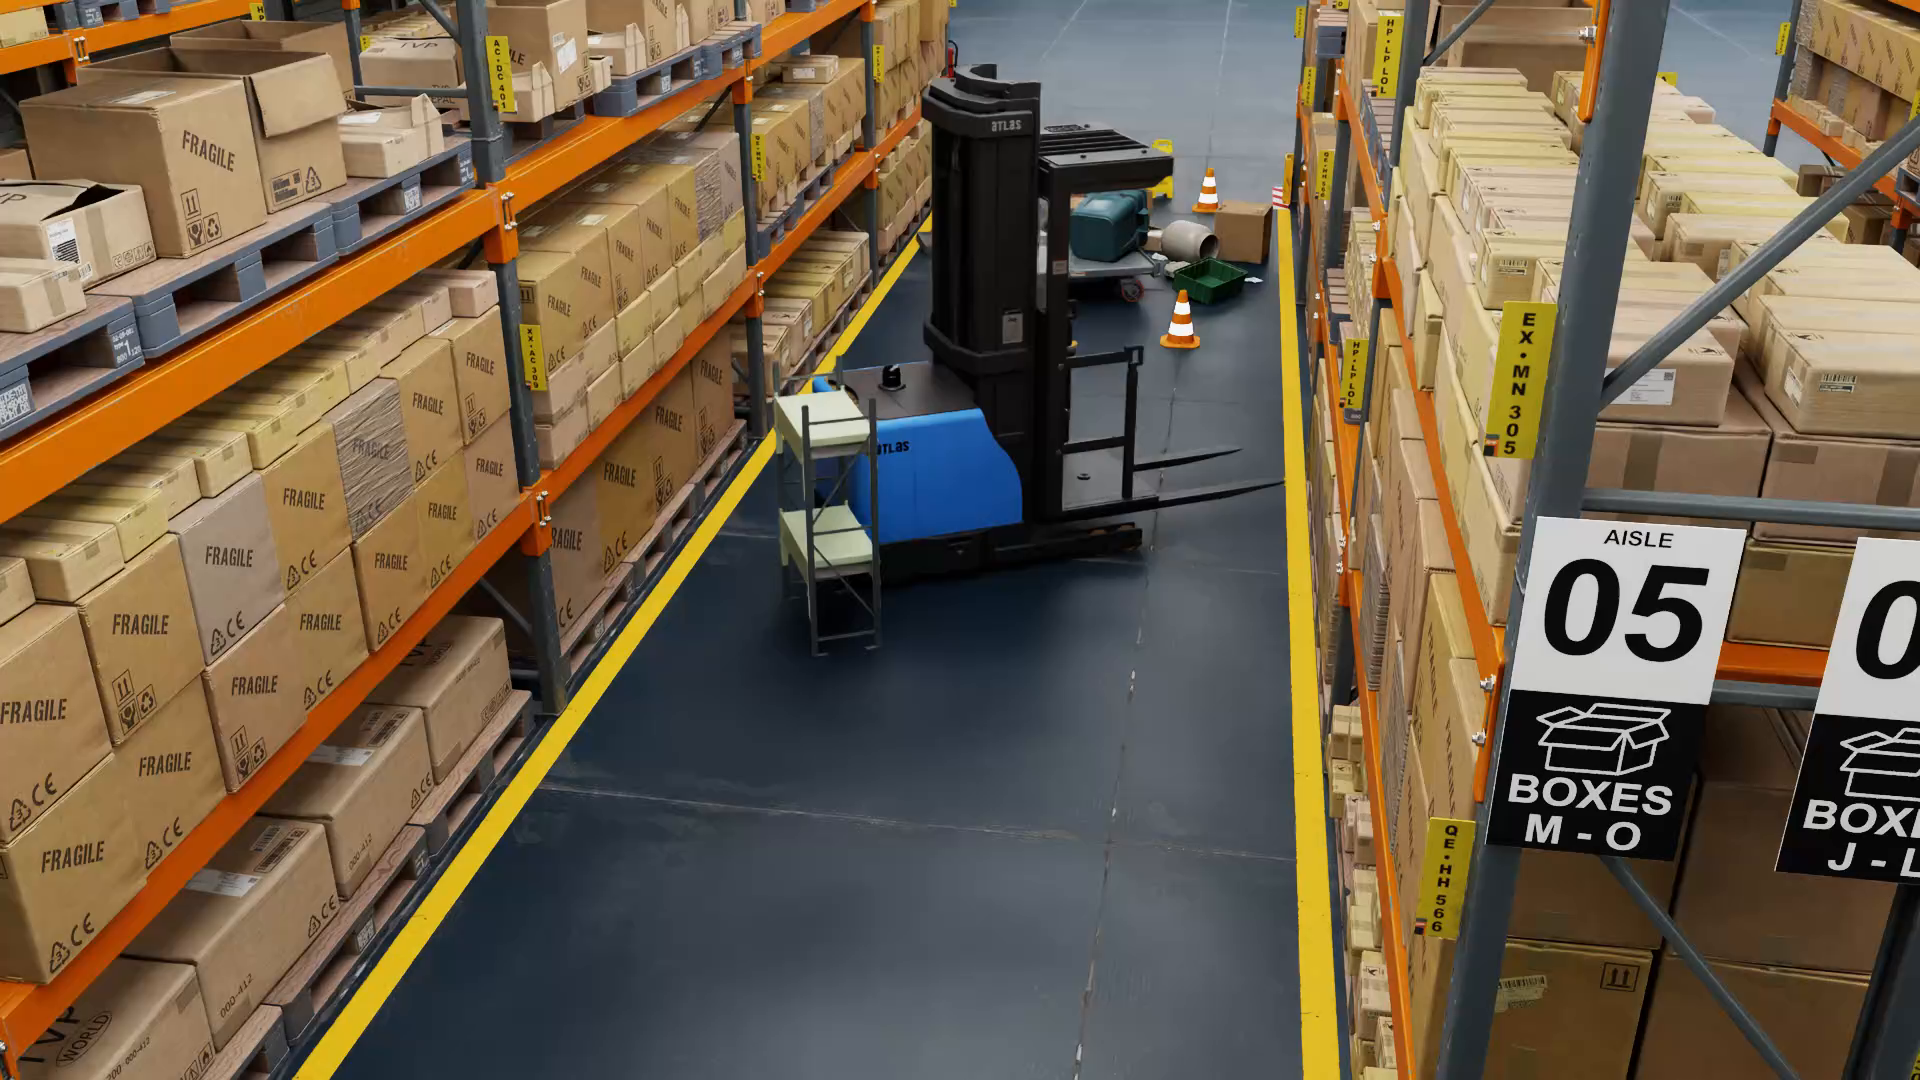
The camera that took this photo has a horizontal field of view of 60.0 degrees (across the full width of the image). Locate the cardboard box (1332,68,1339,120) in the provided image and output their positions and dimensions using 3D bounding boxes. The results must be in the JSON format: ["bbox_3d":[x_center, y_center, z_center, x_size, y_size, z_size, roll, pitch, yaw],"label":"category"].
[{"bbox_3d":[3.540,-3.817,14.069,0.700,0.500,0.500,4,25,8],"label":"cardboard box"}]

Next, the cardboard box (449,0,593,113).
[{"bbox_3d":[-2.162,-2.424,8.239,0.500,0.500,0.500,4,25,8],"label":"cardboard box"}]

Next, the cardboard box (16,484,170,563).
[{"bbox_3d":[-2.761,-0.057,5.270,0.380,0.149,0.250,3,25,7],"label":"cardboard box"}]

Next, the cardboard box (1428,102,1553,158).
[{"bbox_3d":[1.872,-1.448,5.884,0.380,0.149,0.250,3,25,7],"label":"cardboard box"}]

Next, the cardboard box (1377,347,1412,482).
[{"bbox_3d":[1.924,-0.424,6.470,0.500,0.500,0.500,3,25,7],"label":"cardboard box"}]

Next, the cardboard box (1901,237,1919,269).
[{"bbox_3d":[8.597,-2.364,14.715,0.500,0.500,0.500,3,25,7],"label":"cardboard box"}]

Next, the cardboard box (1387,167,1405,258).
[{"bbox_3d":[1.972,-1.296,6.620,0.500,0.250,0.500,5,26,11],"label":"cardboard box"}]

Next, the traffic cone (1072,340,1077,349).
[{"bbox_3d":[0.833,-1.873,14.205,0.336,0.463,0.334,4,25,9],"label":"traffic cone"}]

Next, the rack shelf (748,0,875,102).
[{"bbox_3d":[-1.611,-4.024,13.119,1.077,0.370,4.000,4,25,9],"label":"rack shelf"}]

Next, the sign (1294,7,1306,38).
[{"bbox_3d":[3.723,-5.669,18.208,0.100,0.325,0.005,4,25,9],"label":"sign"}]

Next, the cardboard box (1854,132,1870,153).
[{"bbox_3d":[8.491,-3.657,15.321,0.380,0.149,0.250,4,25,9],"label":"cardboard box"}]

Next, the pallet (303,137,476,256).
[{"bbox_3d":[-2.736,-1.459,6.894,1.003,0.211,1.213,4,25,9],"label":"pallet"}]

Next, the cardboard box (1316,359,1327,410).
[{"bbox_3d":[2.610,-0.980,10.874,0.500,0.250,0.500,3,25,6],"label":"cardboard box"}]

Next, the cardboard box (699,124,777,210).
[{"bbox_3d":[-1.636,-2.697,12.010,0.500,0.500,0.500,3,25,7],"label":"cardboard box"}]

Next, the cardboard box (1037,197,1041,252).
[{"bbox_3d":[0.476,-2.928,15.522,0.500,0.500,0.500,4,25,9],"label":"cardboard box"}]

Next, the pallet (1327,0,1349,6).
[{"bbox_3d":[3.194,-3.868,12.160,1.003,0.211,1.213,5,26,11],"label":"pallet"}]

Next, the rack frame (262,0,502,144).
[{"bbox_3d":[-2.592,-3.199,6.969,1.000,3.000,0.127,4,25,9],"label":"rack frame"}]

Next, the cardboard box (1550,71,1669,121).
[{"bbox_3d":[2.527,-1.729,6.484,0.380,0.149,0.250,3,25,6],"label":"cardboard box"}]

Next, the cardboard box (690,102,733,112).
[{"bbox_3d":[-1.983,-3.163,13.004,0.500,0.500,0.500,2,25,5],"label":"cardboard box"}]

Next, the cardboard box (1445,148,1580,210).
[{"bbox_3d":[1.730,-1.117,5.177,0.380,0.149,0.250,3,25,7],"label":"cardboard box"}]

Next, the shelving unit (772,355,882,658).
[{"bbox_3d":[-0.752,-0.195,9.397,0.431,1.500,0.755,-8,26,-16],"label":"shelving unit"}]

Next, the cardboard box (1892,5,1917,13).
[{"bbox_3d":[9.140,-4.781,15.778,0.500,0.500,0.500,4,25,9],"label":"cardboard box"}]

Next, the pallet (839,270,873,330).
[{"bbox_3d":[-1.410,-2.239,15.284,1.003,0.211,1.213,4,25,9],"label":"pallet"}]

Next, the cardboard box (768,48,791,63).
[{"bbox_3d":[-1.710,-4.319,14.710,0.380,0.149,0.250,4,25,8],"label":"cardboard box"}]

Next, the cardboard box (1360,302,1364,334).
[{"bbox_3d":[2.435,-1.225,9.279,0.380,0.149,0.250,5,26,10],"label":"cardboard box"}]

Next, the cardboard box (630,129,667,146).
[{"bbox_3d":[-2.260,-2.464,11.177,0.500,0.500,0.500,3,25,7],"label":"cardboard box"}]

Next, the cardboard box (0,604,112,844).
[{"bbox_3d":[-2.886,0.512,4.821,0.500,0.500,0.500,3,25,7],"label":"cardboard box"}]

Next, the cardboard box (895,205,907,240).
[{"bbox_3d":[-0.846,-3.225,16.849,0.500,0.250,0.500,5,26,11],"label":"cardboard box"}]

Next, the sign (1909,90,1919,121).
[{"bbox_3d":[7.956,-3.568,13.812,0.100,0.325,0.005,4,25,9],"label":"sign"}]

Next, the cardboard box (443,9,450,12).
[{"bbox_3d":[-5.452,-5.720,18.198,0.380,0.149,0.250,5,25,10],"label":"cardboard box"}]

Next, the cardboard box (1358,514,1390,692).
[{"bbox_3d":[1.787,0.244,6.221,0.500,0.500,0.500,3,25,7],"label":"cardboard box"}]

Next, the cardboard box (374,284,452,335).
[{"bbox_3d":[-2.479,-1.020,7.329,0.380,0.149,0.250,5,25,10],"label":"cardboard box"}]

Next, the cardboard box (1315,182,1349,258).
[{"bbox_3d":[2.853,-2.315,12.039,0.500,0.500,0.500,4,25,9],"label":"cardboard box"}]

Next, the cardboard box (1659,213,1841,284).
[{"bbox_3d":[2.086,-0.756,4.405,0.380,0.149,0.250,5,25,10],"label":"cardboard box"}]

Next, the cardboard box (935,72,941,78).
[{"bbox_3d":[-0.413,-5.102,18.408,0.380,0.149,0.250,4,25,8],"label":"cardboard box"}]

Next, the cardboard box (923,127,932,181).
[{"bbox_3d":[-0.586,-4.214,18.077,0.500,0.500,0.500,5,26,10],"label":"cardboard box"}]

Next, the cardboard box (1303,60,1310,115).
[{"bbox_3d":[3.969,-4.652,16.974,0.875,0.550,0.550,4,25,9],"label":"cardboard box"}]

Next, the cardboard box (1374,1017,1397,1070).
[{"bbox_3d":[1.610,1.762,5.613,0.380,0.149,0.250,3,25,6],"label":"cardboard box"}]

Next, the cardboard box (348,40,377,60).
[{"bbox_3d":[-5.837,-4.757,16.140,0.380,0.149,0.250,5,25,10],"label":"cardboard box"}]

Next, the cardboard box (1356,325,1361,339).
[{"bbox_3d":[2.431,-1.094,9.350,0.380,0.149,0.250,3,25,7],"label":"cardboard box"}]

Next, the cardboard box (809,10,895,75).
[{"bbox_3d":[-0.999,-4.630,15.454,0.700,0.500,0.500,4,25,8],"label":"cardboard box"}]

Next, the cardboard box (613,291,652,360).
[{"bbox_3d":[-2.076,-1.234,9.435,0.500,0.250,0.500,4,25,9],"label":"cardboard box"}]

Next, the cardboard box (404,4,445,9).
[{"bbox_3d":[-5.954,-5.870,18.519,0.380,0.149,0.250,4,25,9],"label":"cardboard box"}]

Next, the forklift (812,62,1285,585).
[{"bbox_3d":[0.631,-1.426,10.339,3.031,2.935,1.130,-9,27,-18],"label":"forklift"}]

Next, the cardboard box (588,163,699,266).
[{"bbox_3d":[-1.928,-1.996,10.179,0.500,0.500,0.500,4,25,9],"label":"cardboard box"}]

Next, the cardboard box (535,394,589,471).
[{"bbox_3d":[-2.260,-0.580,8.627,0.500,0.250,0.500,3,25,7],"label":"cardboard box"}]

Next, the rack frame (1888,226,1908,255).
[{"bbox_3d":[8.492,-3.141,13.922,1.000,3.000,0.127,4,25,9],"label":"rack frame"}]

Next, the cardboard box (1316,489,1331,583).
[{"bbox_3d":[2.353,0.005,9.654,0.500,0.500,0.500,3,25,7],"label":"cardboard box"}]

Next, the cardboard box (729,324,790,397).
[{"bbox_3d":[-1.836,-1.390,12.787,0.950,0.372,0.625,2,25,5],"label":"cardboard box"}]

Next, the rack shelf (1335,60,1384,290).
[{"bbox_3d":[2.635,-2.050,8.902,1.077,0.370,4.000,4,25,9],"label":"rack shelf"}]

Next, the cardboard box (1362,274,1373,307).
[{"bbox_3d":[2.437,-1.366,9.230,0.380,0.149,0.250,4,25,8],"label":"cardboard box"}]

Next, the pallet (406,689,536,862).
[{"bbox_3d":[-2.793,1.094,8.164,1.003,0.211,1.213,4,25,9],"label":"pallet"}]

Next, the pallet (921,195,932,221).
[{"bbox_3d":[-0.811,-3.869,18.766,1.003,0.211,1.213,4,25,9],"label":"pallet"}]

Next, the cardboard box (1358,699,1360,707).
[{"bbox_3d":[2.047,0.780,7.711,0.380,0.149,0.250,5,26,11],"label":"cardboard box"}]

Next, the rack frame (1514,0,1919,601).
[{"bbox_3d":[1.654,-1.225,2.753,1.000,3.000,0.127,4,25,9],"label":"rack frame"}]

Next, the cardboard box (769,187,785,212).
[{"bbox_3d":[-1.532,-2.581,12.528,0.380,0.149,0.250,2,25,5],"label":"cardboard box"}]

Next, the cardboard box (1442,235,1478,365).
[{"bbox_3d":[1.647,-0.664,4.678,0.500,0.250,0.500,4,25,9],"label":"cardboard box"}]

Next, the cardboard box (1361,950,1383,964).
[{"bbox_3d":[1.674,1.677,6.146,0.380,0.149,0.250,5,26,11],"label":"cardboard box"}]

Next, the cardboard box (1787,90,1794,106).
[{"bbox_3d":[8.864,-4.598,17.330,0.380,0.149,0.250,4,25,9],"label":"cardboard box"}]
